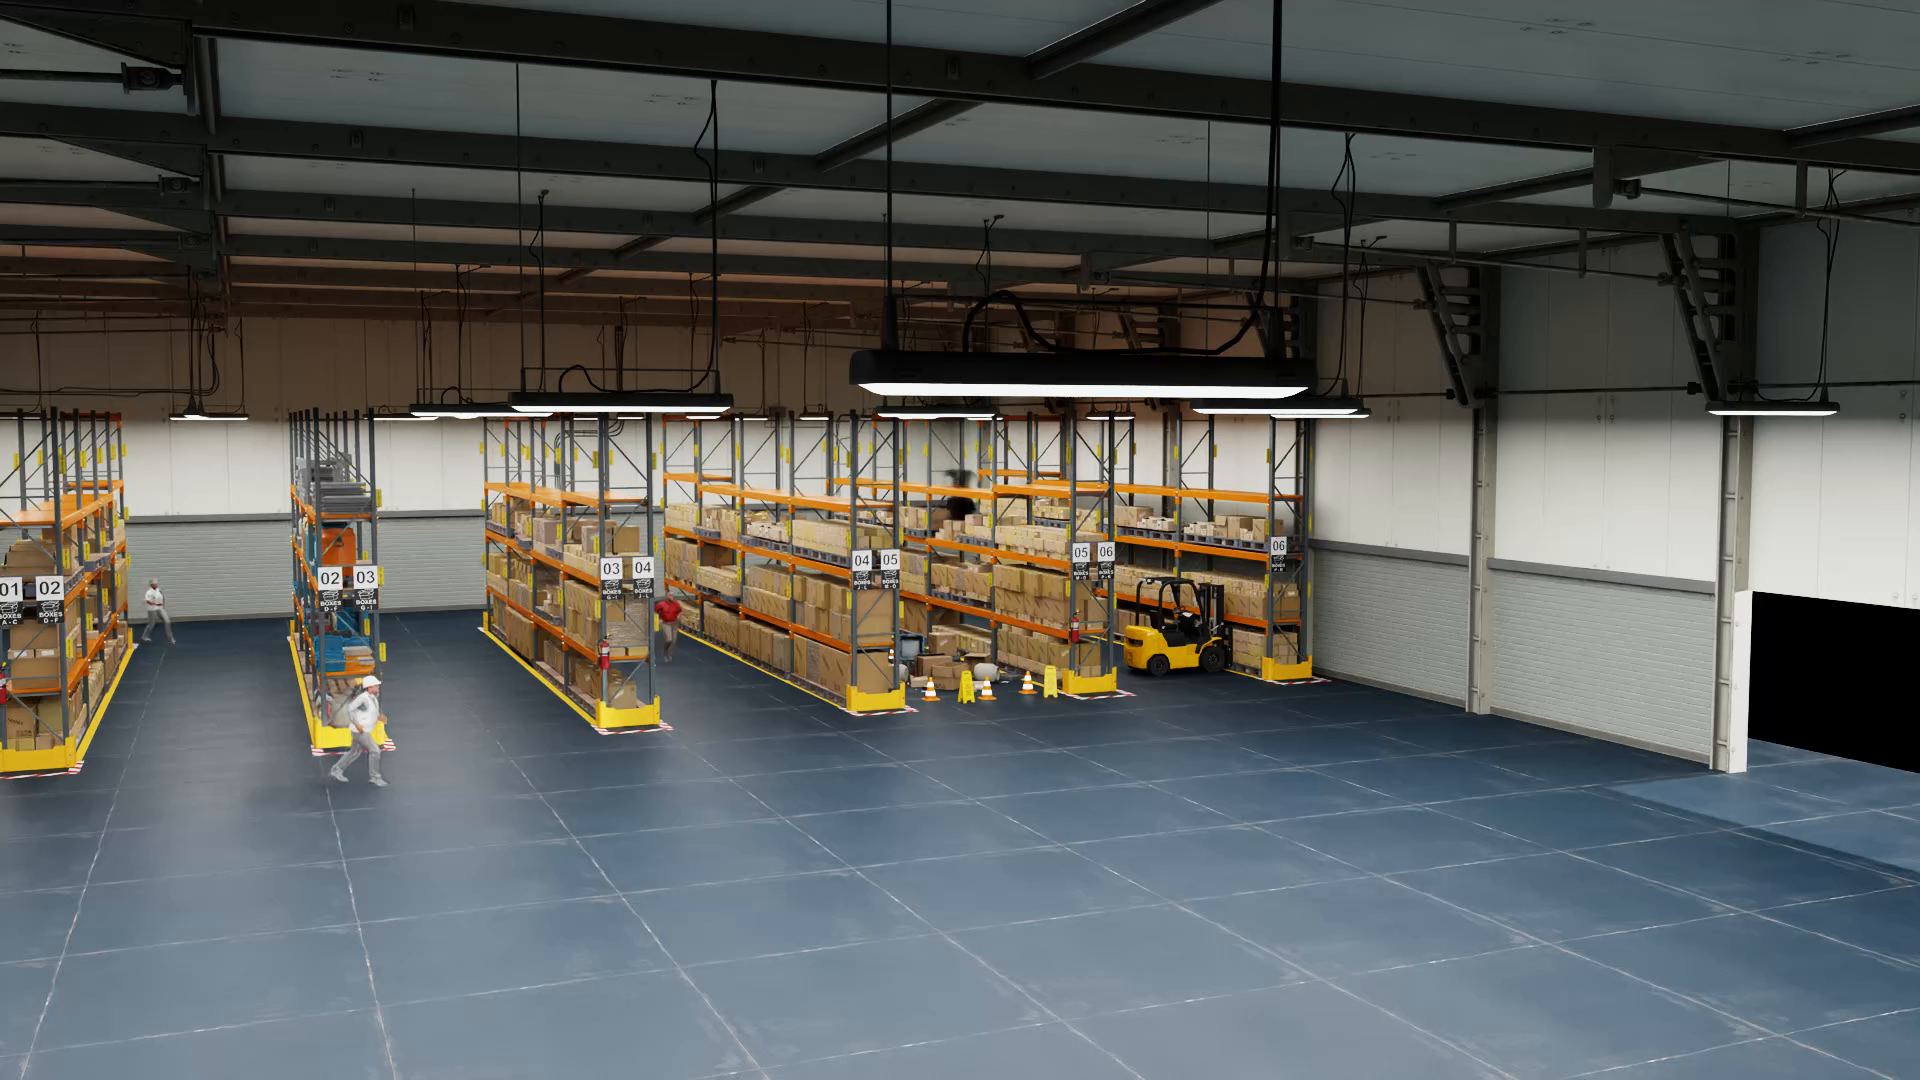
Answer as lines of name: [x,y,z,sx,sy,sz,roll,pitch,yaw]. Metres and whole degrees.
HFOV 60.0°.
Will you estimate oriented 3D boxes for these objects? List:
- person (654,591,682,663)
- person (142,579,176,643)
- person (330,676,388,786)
person: [-6.942,2.086,39.778,0.658,1.729,0.691,-2,5,-29]
person: [-20.953,1.857,43.297,0.865,1.717,0.571,1,4,20]
person: [-9.514,3.029,26.251,0.911,1.782,0.680,0,4,-2]
